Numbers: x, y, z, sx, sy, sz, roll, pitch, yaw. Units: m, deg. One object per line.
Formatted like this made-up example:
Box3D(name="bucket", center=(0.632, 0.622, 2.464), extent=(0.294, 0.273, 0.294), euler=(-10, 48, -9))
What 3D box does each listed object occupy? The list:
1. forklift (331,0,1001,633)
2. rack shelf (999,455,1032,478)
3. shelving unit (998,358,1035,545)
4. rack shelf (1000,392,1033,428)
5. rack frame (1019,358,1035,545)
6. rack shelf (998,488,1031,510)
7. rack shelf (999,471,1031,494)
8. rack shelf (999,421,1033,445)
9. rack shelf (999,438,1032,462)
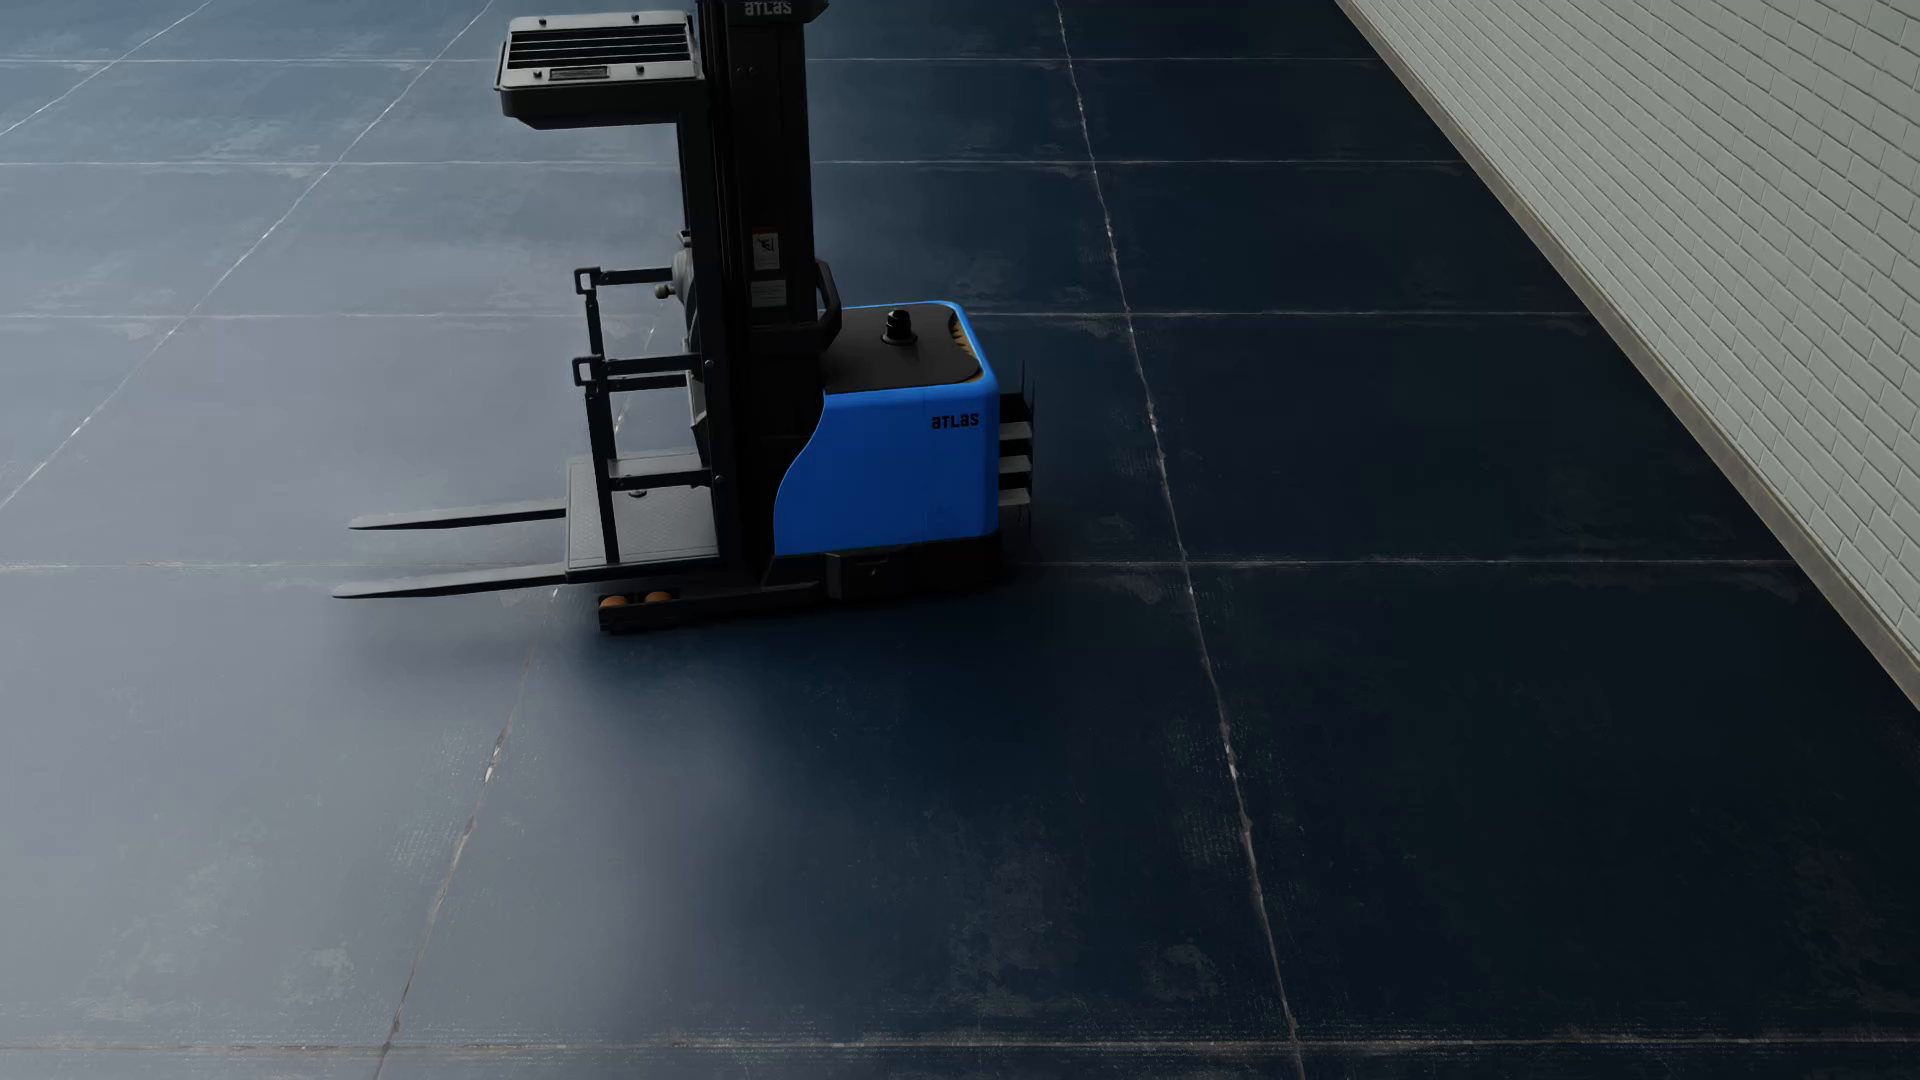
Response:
Box3D(name="forklift", center=(-1.377, -1.129, 7.285), extent=(3.031, 2.935, 1.130), euler=(-6, 32, -9))
Box3D(name="rack shelf", center=(0.222, -0.384, 8.080), extent=(0.200, 0.077, 0.258), euler=(-6, 32, -9))
Box3D(name="shelving unit", center=(0.222, -0.413, 8.063), extent=(0.210, 0.900, 0.258), euler=(-6, 32, -9))
Box3D(name="rack shelf", center=(0.222, -0.615, 7.940), extent=(0.200, 0.077, 0.258), euler=(-6, 32, -9))
Box3D(name="rack frame", center=(0.322, -0.423, 8.079), extent=(0.006, 0.900, 0.240), euler=(-6, 32, -9))
Box3D(name="rack shelf", center=(0.222, -0.230, 8.173), extent=(0.200, 0.077, 0.258), euler=(-6, 32, -9))
Box3D(name="rack shelf", center=(0.222, -0.307, 8.127), extent=(0.200, 0.077, 0.258), euler=(-6, 32, -9))
Box3D(name="rack shelf", center=(0.222, -0.538, 7.987), extent=(0.200, 0.077, 0.258), euler=(-6, 32, -9))
Box3D(name="rack shelf", center=(0.222, -0.461, 8.033), extent=(0.200, 0.077, 0.258), euler=(-6, 32, -9))
